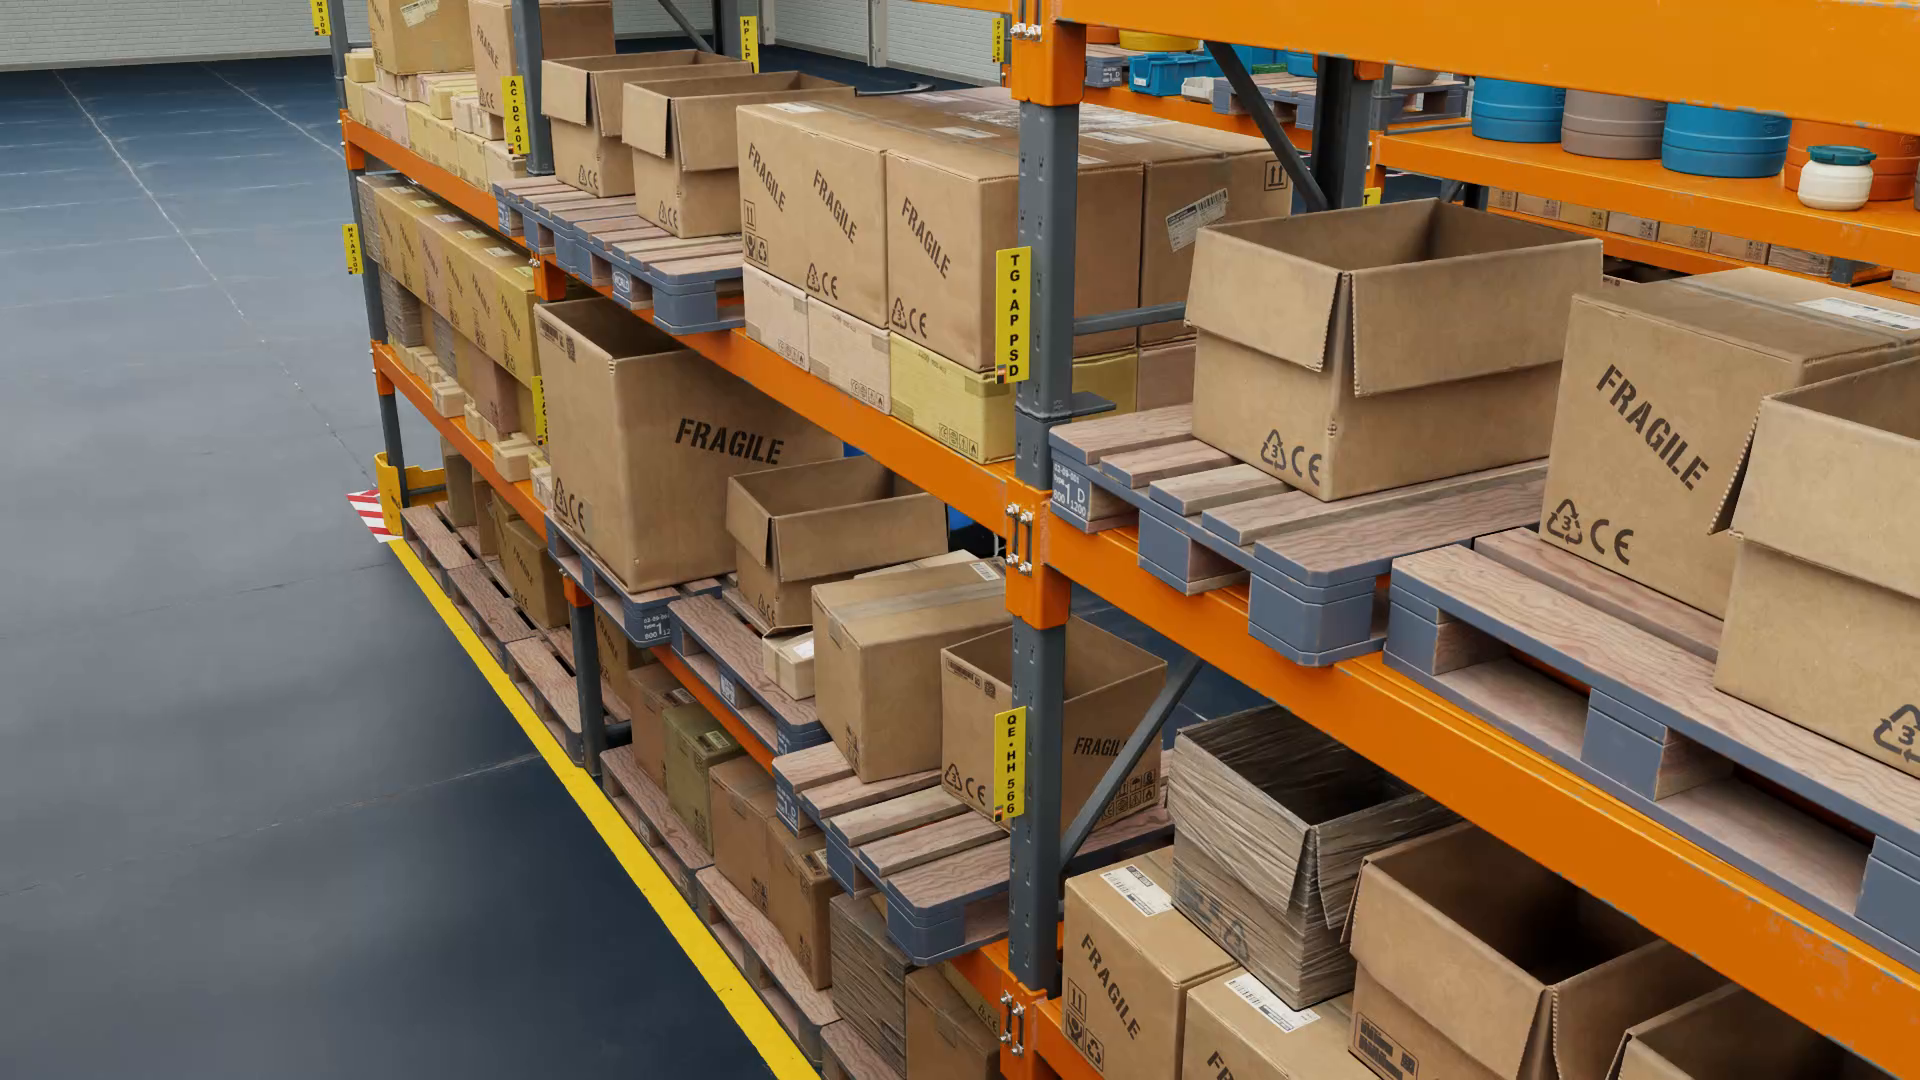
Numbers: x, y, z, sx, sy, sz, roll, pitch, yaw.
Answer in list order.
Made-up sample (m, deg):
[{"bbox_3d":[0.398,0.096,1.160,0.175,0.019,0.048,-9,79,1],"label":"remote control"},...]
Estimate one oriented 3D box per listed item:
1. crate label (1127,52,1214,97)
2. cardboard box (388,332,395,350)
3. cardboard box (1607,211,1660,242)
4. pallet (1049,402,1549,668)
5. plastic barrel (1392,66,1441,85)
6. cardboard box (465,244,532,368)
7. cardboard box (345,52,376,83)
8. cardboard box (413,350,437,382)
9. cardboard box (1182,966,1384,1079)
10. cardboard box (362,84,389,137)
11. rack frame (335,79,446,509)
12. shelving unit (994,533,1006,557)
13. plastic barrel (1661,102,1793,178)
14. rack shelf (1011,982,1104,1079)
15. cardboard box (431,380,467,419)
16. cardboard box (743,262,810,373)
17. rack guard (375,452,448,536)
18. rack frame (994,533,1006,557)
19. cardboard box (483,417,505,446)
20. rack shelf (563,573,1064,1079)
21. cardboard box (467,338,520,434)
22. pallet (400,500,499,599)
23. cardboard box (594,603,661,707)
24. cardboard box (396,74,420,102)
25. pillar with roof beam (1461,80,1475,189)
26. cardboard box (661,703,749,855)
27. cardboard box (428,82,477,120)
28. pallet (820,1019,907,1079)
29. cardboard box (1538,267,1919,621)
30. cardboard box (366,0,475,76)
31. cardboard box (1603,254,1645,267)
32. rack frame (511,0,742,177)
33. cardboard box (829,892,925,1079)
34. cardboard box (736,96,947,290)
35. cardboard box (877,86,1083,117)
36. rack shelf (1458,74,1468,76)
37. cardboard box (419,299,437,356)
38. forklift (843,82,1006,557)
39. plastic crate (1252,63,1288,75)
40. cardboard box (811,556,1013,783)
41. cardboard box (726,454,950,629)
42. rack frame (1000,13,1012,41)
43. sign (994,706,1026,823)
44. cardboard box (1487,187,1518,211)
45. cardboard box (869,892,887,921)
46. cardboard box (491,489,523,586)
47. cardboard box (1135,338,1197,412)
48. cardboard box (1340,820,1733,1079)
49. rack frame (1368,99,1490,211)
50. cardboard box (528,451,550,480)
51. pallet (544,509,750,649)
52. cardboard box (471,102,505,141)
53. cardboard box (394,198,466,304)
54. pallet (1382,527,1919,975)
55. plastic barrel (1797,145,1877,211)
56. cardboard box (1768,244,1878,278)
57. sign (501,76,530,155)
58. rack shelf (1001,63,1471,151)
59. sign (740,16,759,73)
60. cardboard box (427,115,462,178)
[{"bbox_3d":[1.441,-3.203,11.423,0.502,0.251,0.408,-13,25,-28],"label":"crate label"},{"bbox_3d":[-3.549,-1.345,10.970,0.380,0.149,0.250,-13,25,-28],"label":"cardboard box"},{"bbox_3d":[6.050,-2.896,14.319,0.700,0.500,0.500,-12,25,-27],"label":"cardboard box"},{"bbox_3d":[0.972,-0.114,3.875,1.213,0.211,1.003,-11,25,-26],"label":"pallet"},{"bbox_3d":[2.761,-3.070,10.192,0.421,0.512,0.421,0,22,0],"label":"plastic barrel"},{"bbox_3d":[-2.169,-1.206,8.440,0.500,0.500,0.500,-13,25,-28],"label":"cardboard box"},{"bbox_3d":[-3.498,-2.868,10.070,0.380,0.149,0.250,-12,25,-27],"label":"cardboard box"},{"bbox_3d":[-3.177,-1.100,10.367,0.380,0.149,0.250,-13,25,-28],"label":"cardboard box"},{"bbox_3d":[0.877,1.320,3.947,0.500,0.500,0.500,-13,26,-30],"label":"cardboard box"},{"bbox_3d":[-3.197,-2.548,9.812,0.500,0.250,0.500,-13,26,-29],"label":"cardboard box"},{"bbox_3d":[-3.489,-1.599,11.263,1.000,3.000,0.127,-13,25,-28],"label":"rack frame"},{"bbox_3d":[0.484,-0.372,10.633,0.258,1.200,0.503,-19,29,-39],"label":"shelving unit"},{"bbox_3d":[3.926,-2.333,8.418,0.600,0.901,0.708,-13,25,-28],"label":"plastic barrel"},{"bbox_3d":[1.619,1.971,3.434,1.077,0.370,4.000,-13,25,-28],"label":"rack shelf"},{"bbox_3d":[-2.866,-0.841,9.730,0.380,0.149,0.250,-13,25,-28],"label":"cardboard box"},{"bbox_3d":[-0.376,-0.758,5.408,0.500,0.250,0.500,-12,25,-27],"label":"cardboard box"},{"bbox_3d":[-3.451,-0.417,11.673,1.175,0.500,0.348,-13,25,-28],"label":"rack guard"},{"bbox_3d":[0.319,-0.440,10.800,0.240,1.200,0.015,-19,29,-39],"label":"rack frame"},{"bbox_3d":[-2.405,-0.615,9.176,0.380,0.149,0.250,-13,25,-28],"label":"cardboard box"},{"bbox_3d":[-0.424,0.676,6.620,1.077,0.370,4.000,-13,25,-28],"label":"rack shelf"},{"bbox_3d":[-2.190,-0.957,9.155,0.875,0.500,0.500,-13,25,-28],"label":"cardboard box"},{"bbox_3d":[-3.066,-0.013,11.064,1.003,0.211,1.213,-13,25,-28],"label":"pallet"},{"bbox_3d":[-1.616,0.522,8.806,0.500,0.500,0.500,-13,26,-30],"label":"cardboard box"},{"bbox_3d":[-2.912,-2.543,9.271,0.380,0.149,0.250,-14,26,-31],"label":"cardboard box"},{"bbox_3d":[3.621,-8.291,19.758,9.100,9.000,0.400,-13,25,-28],"label":"pillar with roof beam"},{"bbox_3d":[-0.924,1.011,7.577,0.700,0.500,0.500,-13,25,-29],"label":"cardboard box"},{"bbox_3d":[-2.538,-2.285,8.635,0.380,0.149,0.250,-11,25,-26],"label":"cardboard box"},{"bbox_3d":[0.199,2.029,6.040,1.003,0.211,1.213,-13,25,-28],"label":"pallet"},{"bbox_3d":[1.487,-0.194,3.131,0.500,0.500,0.500,-11,25,-25],"label":"cardboard box"},{"bbox_3d":[-2.963,-2.872,9.219,0.500,0.500,0.500,-13,25,-28],"label":"cardboard box"},{"bbox_3d":[6.082,-2.335,15.170,0.500,0.500,0.500,-13,25,-28],"label":"cardboard box"},{"bbox_3d":[-1.446,-3.084,6.948,1.000,3.000,0.127,-13,25,-28],"label":"rack frame"},{"bbox_3d":[-0.057,1.554,6.239,0.700,0.500,0.500,-15,27,-33],"label":"cardboard box"},{"bbox_3d":[-0.373,-1.111,5.280,0.500,0.500,0.500,-12,25,-27],"label":"cardboard box"},{"bbox_3d":[0.059,-1.205,5.513,0.500,0.500,0.500,-13,26,-30],"label":"cardboard box"},{"bbox_3d":[6.050,-3.913,13.926,1.077,0.370,4.000,-13,25,-28],"label":"rack shelf"},{"bbox_3d":[-2.874,-1.461,10.396,0.875,0.500,0.500,-13,25,-28],"label":"cardboard box"},{"bbox_3d":[-0.779,-1.645,11.465,1.130,2.935,3.031,-20,29,-39],"label":"forklift"},{"bbox_3d":[2.240,-3.112,11.282,0.336,0.188,0.450,-13,25,-28],"label":"plastic crate"},{"bbox_3d":[-0.084,0.421,5.602,0.700,0.500,0.500,-9,24,-20],"label":"cardboard box"},{"bbox_3d":[-0.481,-0.004,6.642,0.797,0.503,0.637,-10,24,-23],"label":"cardboard box"},{"bbox_3d":[0.769,-5.331,12.477,1.000,3.000,0.127,-13,25,-28],"label":"rack frame"},{"bbox_3d":[0.135,0.598,4.424,0.100,0.325,0.005,-13,25,-28],"label":"sign"},{"bbox_3d":[5.256,-3.396,15.551,0.700,0.500,0.500,-13,25,-28],"label":"cardboard box"},{"bbox_3d":[-0.051,1.216,6.075,0.500,0.250,0.500,-10,24,-22],"label":"cardboard box"},{"bbox_3d":[-2.546,-0.037,10.182,0.500,0.500,0.500,-10,24,-23],"label":"cardboard box"},{"bbox_3d":[0.576,-0.531,4.850,0.500,0.250,0.500,-12,25,-27],"label":"cardboard box"},{"bbox_3d":[1.287,0.930,3.574,0.797,0.503,0.637,-12,25,-27],"label":"cardboard box"},{"bbox_3d":[2.812,-1.257,10.421,1.000,3.000,0.127,-13,25,-28],"label":"rack frame"},{"bbox_3d":[-2.004,-0.377,8.588,0.380,0.149,0.250,-13,25,-28],"label":"cardboard box"},{"bbox_3d":[-1.181,0.060,7.436,1.003,0.211,1.213,-13,25,-28],"label":"pallet"},{"bbox_3d":[-2.121,-2.028,8.003,0.380,0.149,0.250,-14,26,-31],"label":"cardboard box"},{"bbox_3d":[-2.937,-1.692,9.634,0.500,0.500,0.500,-13,25,-28],"label":"cardboard box"},{"bbox_3d":[1.545,0.248,2.985,1.003,0.211,1.213,-11,25,-26],"label":"pallet"},{"bbox_3d":[4.005,-1.655,7.599,0.301,0.262,0.301,0,22,0],"label":"plastic barrel"},{"bbox_3d":[6.840,-2.398,13.094,0.700,0.500,0.500,-13,26,-30],"label":"cardboard box"},{"bbox_3d":[-1.909,-1.827,7.152,0.100,0.325,0.005,-13,25,-28],"label":"sign"},{"bbox_3d":[1.790,-2.961,11.585,1.077,0.370,4.000,-13,25,-28],"label":"rack shelf"},{"bbox_3d":[-0.971,-2.224,7.606,0.100,0.325,0.005,-13,25,-28],"label":"sign"},{"bbox_3d":[-2.426,-2.057,8.604,0.500,0.250,0.500,-13,25,-29],"label":"cardboard box"}]
